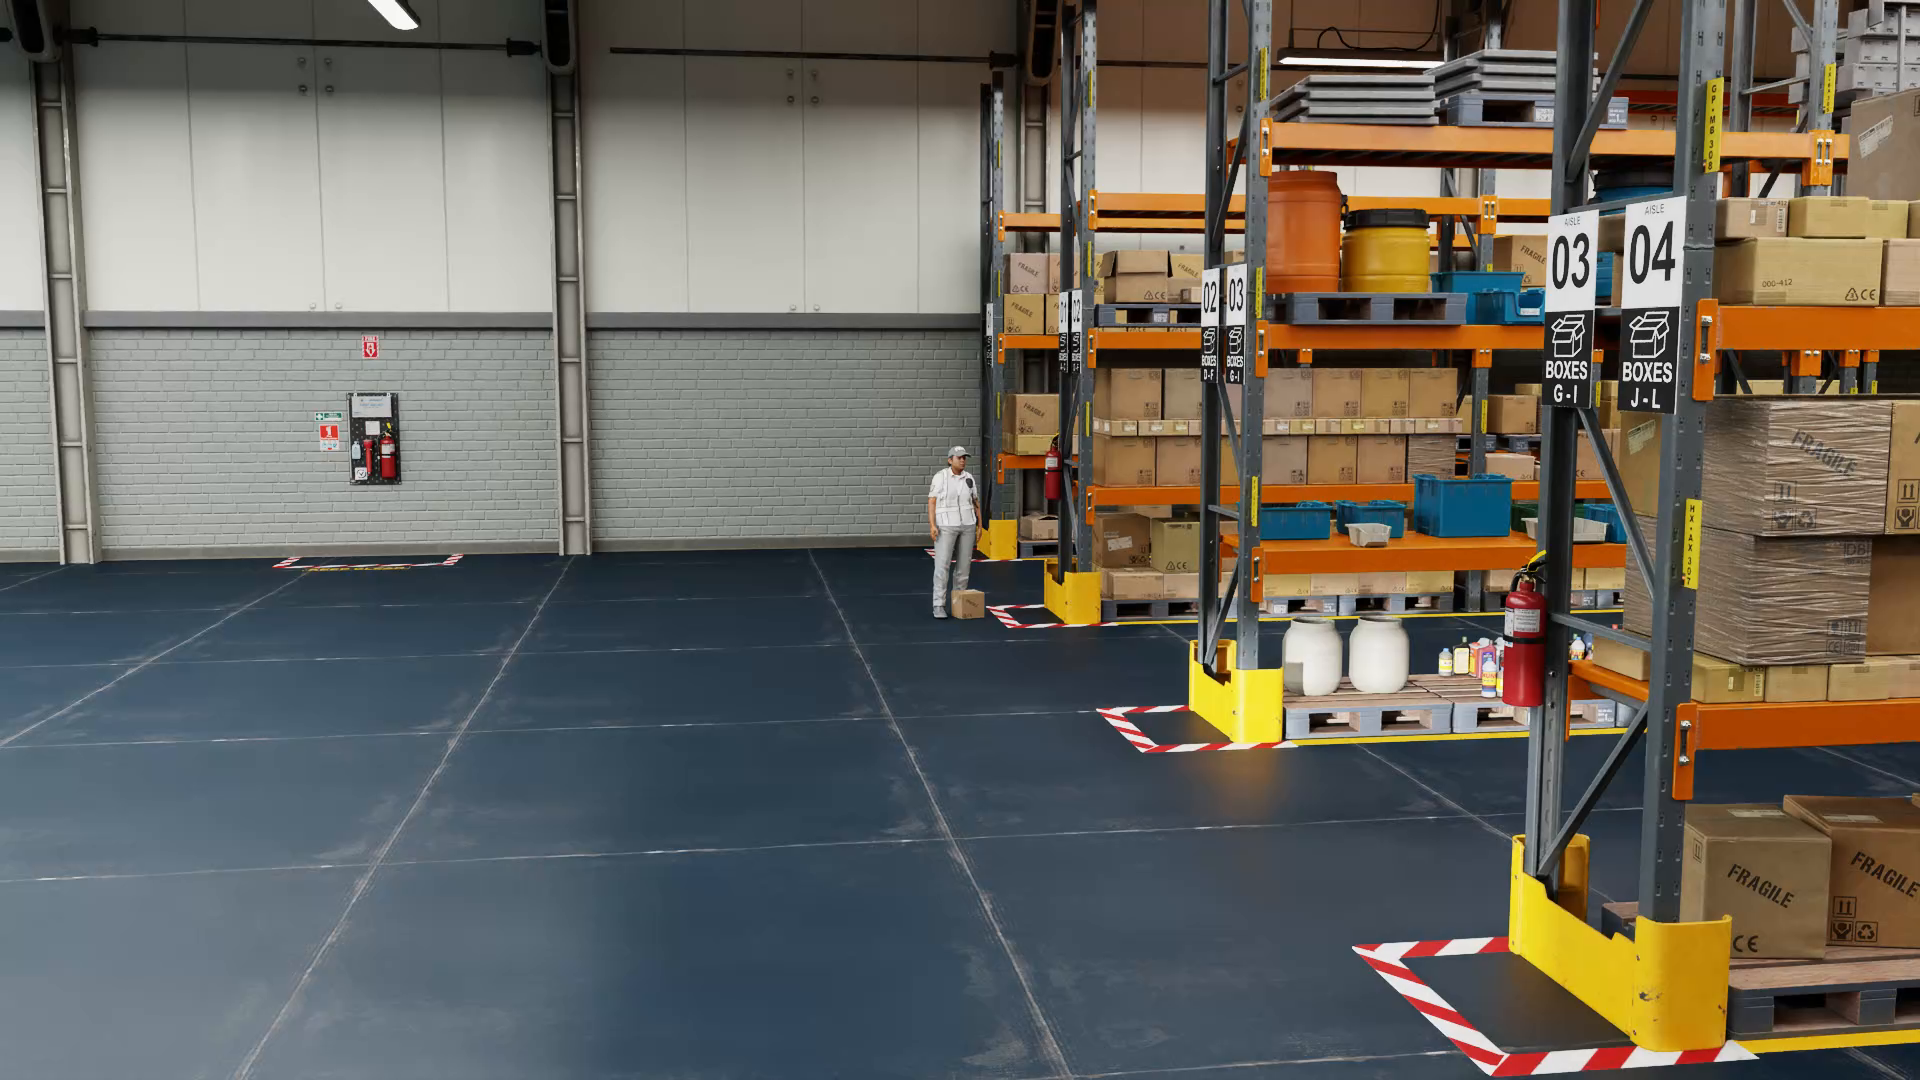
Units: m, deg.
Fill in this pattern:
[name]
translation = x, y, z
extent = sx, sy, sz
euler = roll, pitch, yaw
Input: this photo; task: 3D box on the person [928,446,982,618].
[person]
translation = -0.035, -0.094, 16.546
extent = 0.598, 1.670, 0.529
euler = -3, 7, -22
